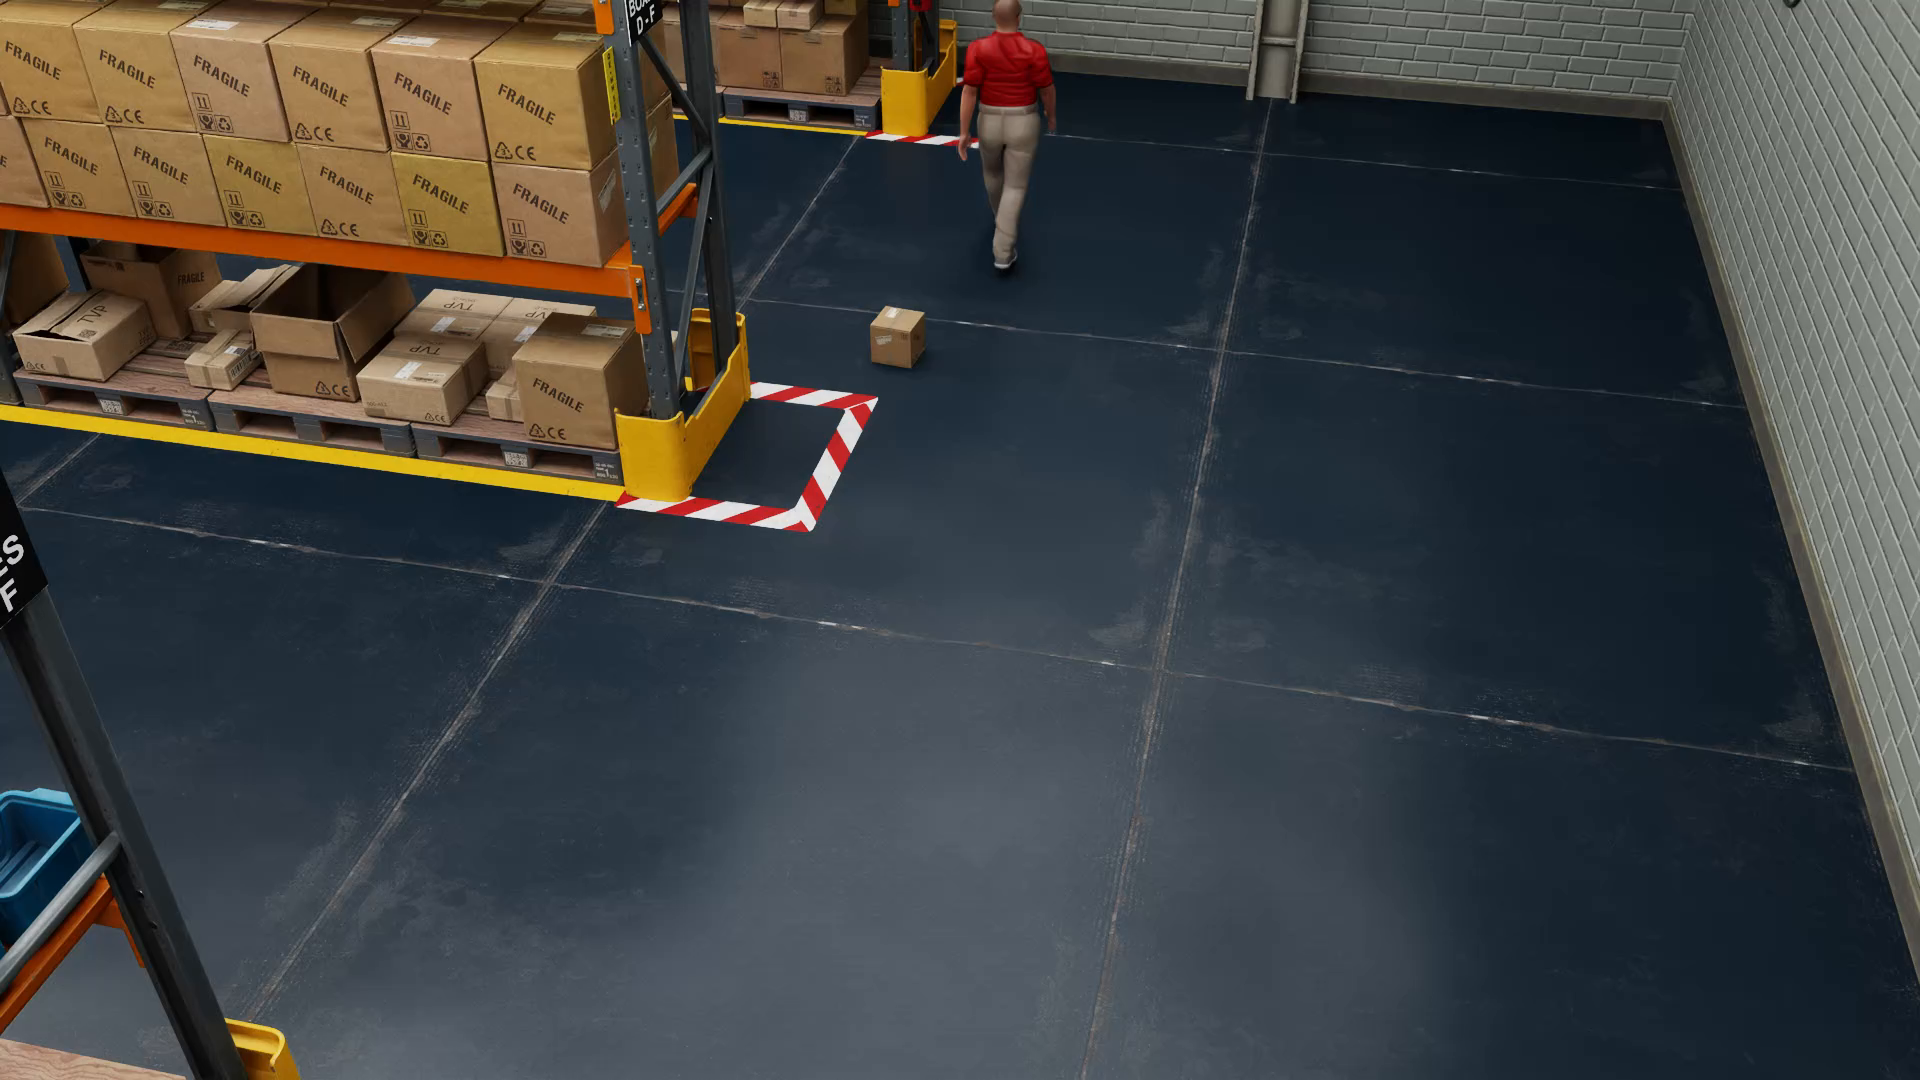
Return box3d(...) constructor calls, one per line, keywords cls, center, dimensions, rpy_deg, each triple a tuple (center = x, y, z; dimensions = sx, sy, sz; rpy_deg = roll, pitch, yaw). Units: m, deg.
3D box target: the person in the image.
box3d(cls="person", center=(0.316, -2.663, 10.514), dimensions=(0.563, 1.598, 0.816), rpy_deg=(10, 38, 13))
